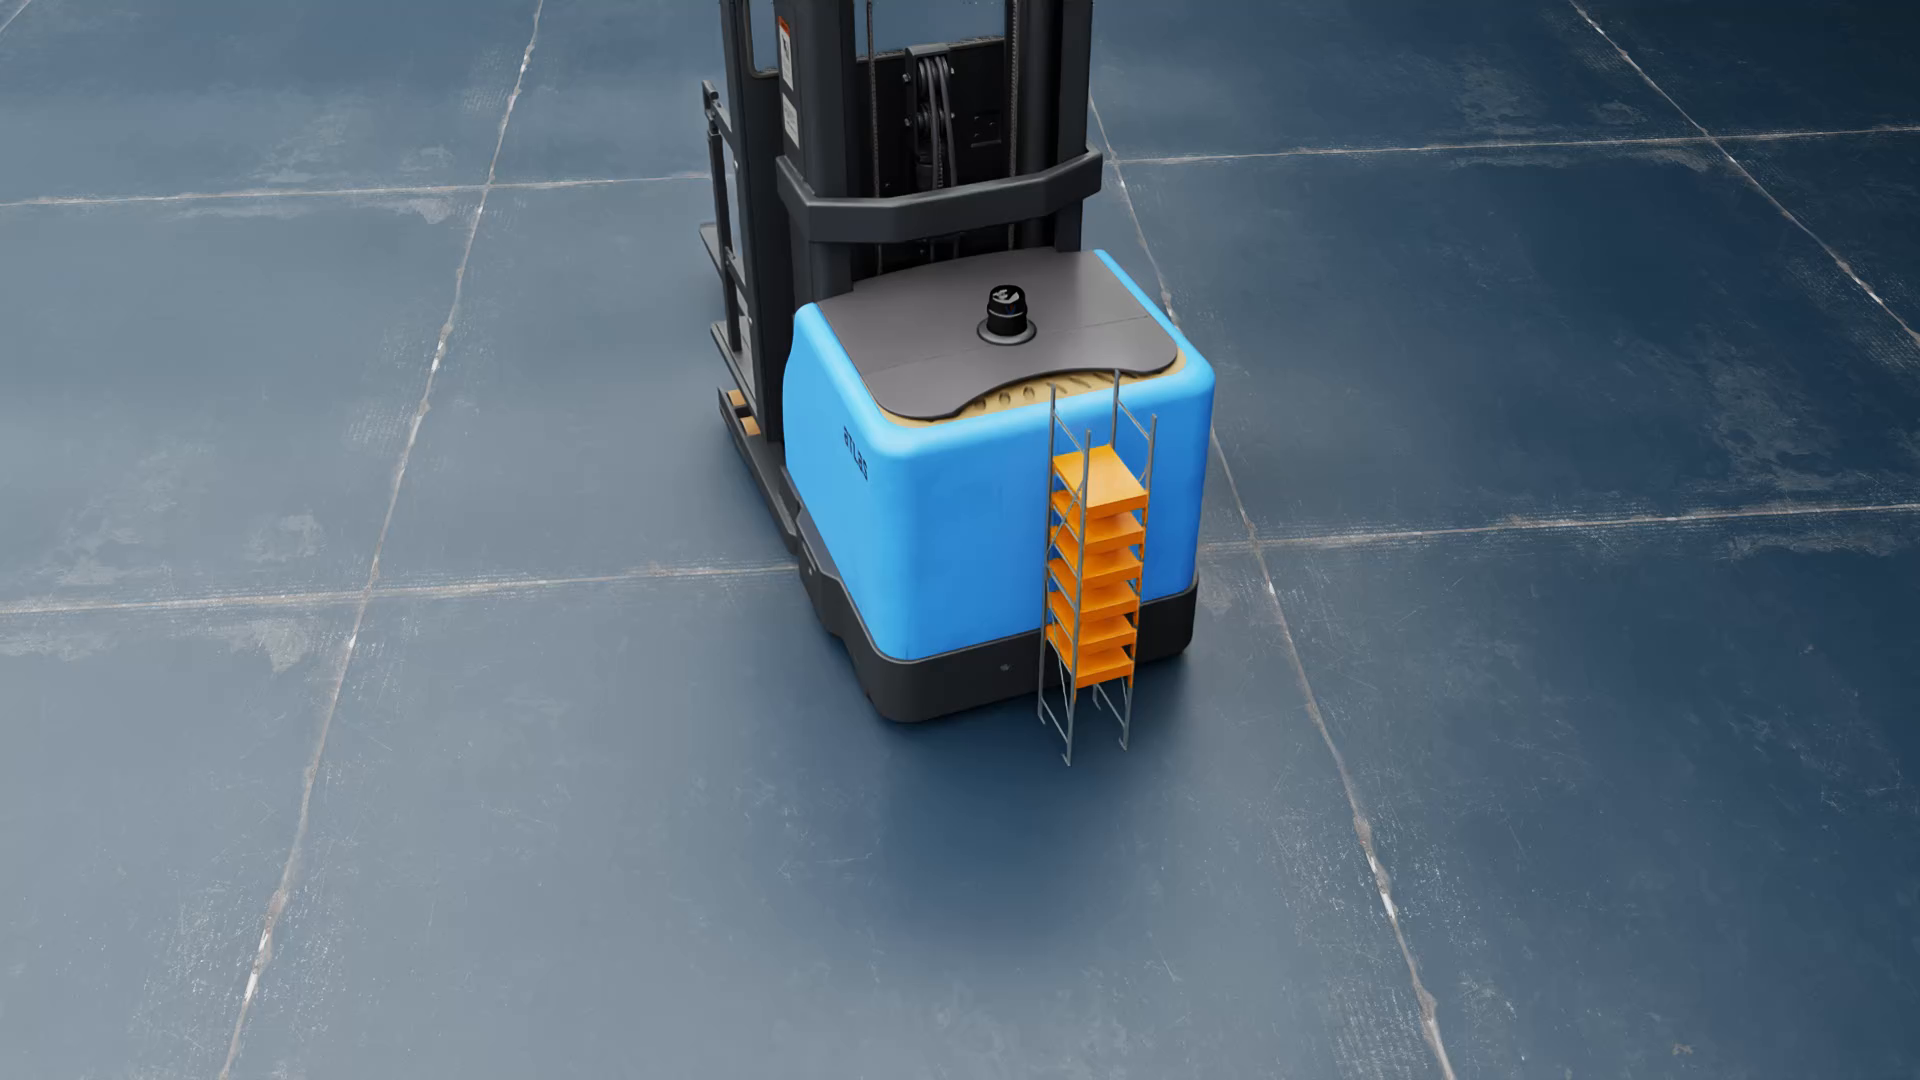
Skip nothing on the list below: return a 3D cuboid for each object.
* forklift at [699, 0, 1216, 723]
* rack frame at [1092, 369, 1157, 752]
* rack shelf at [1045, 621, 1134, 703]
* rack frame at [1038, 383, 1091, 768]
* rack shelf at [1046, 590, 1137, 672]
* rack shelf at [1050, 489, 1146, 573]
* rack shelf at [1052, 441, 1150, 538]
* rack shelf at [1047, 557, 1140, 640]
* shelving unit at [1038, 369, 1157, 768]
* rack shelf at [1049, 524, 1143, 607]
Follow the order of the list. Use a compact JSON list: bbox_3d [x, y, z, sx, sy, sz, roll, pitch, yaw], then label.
[{"bbox_3d":[-0.261,-1.523,5.315,1.130,2.935,3.031,-13,40,-16],"label":"forklift"},{"bbox_3d":[0.453,0.090,4.667,0.006,1.200,0.240,-13,40,-16],"label":"rack frame"},{"bbox_3d":[0.367,0.333,4.818,0.180,0.103,0.258,-13,40,-16],"label":"rack shelf"},{"bbox_3d":[0.282,0.130,4.616,0.006,1.200,0.240,-13,40,-16],"label":"rack frame"},{"bbox_3d":[0.367,0.239,4.743,0.180,0.103,0.258,-13,40,-16],"label":"rack shelf"},{"bbox_3d":[0.368,-0.043,4.520,0.180,0.103,0.258,-13,40,-16],"label":"rack shelf"},{"bbox_3d":[0.368,-0.137,4.445,0.180,0.103,0.258,-13,40,-16],"label":"rack shelf"},{"bbox_3d":[0.368,0.145,4.669,0.180,0.103,0.258,-13,40,-16],"label":"rack shelf"},{"bbox_3d":[0.368,0.110,4.641,0.189,1.200,0.258,-13,40,-16],"label":"shelving unit"},{"bbox_3d":[0.368,0.051,4.594,0.180,0.103,0.258,-13,40,-16],"label":"rack shelf"}]
